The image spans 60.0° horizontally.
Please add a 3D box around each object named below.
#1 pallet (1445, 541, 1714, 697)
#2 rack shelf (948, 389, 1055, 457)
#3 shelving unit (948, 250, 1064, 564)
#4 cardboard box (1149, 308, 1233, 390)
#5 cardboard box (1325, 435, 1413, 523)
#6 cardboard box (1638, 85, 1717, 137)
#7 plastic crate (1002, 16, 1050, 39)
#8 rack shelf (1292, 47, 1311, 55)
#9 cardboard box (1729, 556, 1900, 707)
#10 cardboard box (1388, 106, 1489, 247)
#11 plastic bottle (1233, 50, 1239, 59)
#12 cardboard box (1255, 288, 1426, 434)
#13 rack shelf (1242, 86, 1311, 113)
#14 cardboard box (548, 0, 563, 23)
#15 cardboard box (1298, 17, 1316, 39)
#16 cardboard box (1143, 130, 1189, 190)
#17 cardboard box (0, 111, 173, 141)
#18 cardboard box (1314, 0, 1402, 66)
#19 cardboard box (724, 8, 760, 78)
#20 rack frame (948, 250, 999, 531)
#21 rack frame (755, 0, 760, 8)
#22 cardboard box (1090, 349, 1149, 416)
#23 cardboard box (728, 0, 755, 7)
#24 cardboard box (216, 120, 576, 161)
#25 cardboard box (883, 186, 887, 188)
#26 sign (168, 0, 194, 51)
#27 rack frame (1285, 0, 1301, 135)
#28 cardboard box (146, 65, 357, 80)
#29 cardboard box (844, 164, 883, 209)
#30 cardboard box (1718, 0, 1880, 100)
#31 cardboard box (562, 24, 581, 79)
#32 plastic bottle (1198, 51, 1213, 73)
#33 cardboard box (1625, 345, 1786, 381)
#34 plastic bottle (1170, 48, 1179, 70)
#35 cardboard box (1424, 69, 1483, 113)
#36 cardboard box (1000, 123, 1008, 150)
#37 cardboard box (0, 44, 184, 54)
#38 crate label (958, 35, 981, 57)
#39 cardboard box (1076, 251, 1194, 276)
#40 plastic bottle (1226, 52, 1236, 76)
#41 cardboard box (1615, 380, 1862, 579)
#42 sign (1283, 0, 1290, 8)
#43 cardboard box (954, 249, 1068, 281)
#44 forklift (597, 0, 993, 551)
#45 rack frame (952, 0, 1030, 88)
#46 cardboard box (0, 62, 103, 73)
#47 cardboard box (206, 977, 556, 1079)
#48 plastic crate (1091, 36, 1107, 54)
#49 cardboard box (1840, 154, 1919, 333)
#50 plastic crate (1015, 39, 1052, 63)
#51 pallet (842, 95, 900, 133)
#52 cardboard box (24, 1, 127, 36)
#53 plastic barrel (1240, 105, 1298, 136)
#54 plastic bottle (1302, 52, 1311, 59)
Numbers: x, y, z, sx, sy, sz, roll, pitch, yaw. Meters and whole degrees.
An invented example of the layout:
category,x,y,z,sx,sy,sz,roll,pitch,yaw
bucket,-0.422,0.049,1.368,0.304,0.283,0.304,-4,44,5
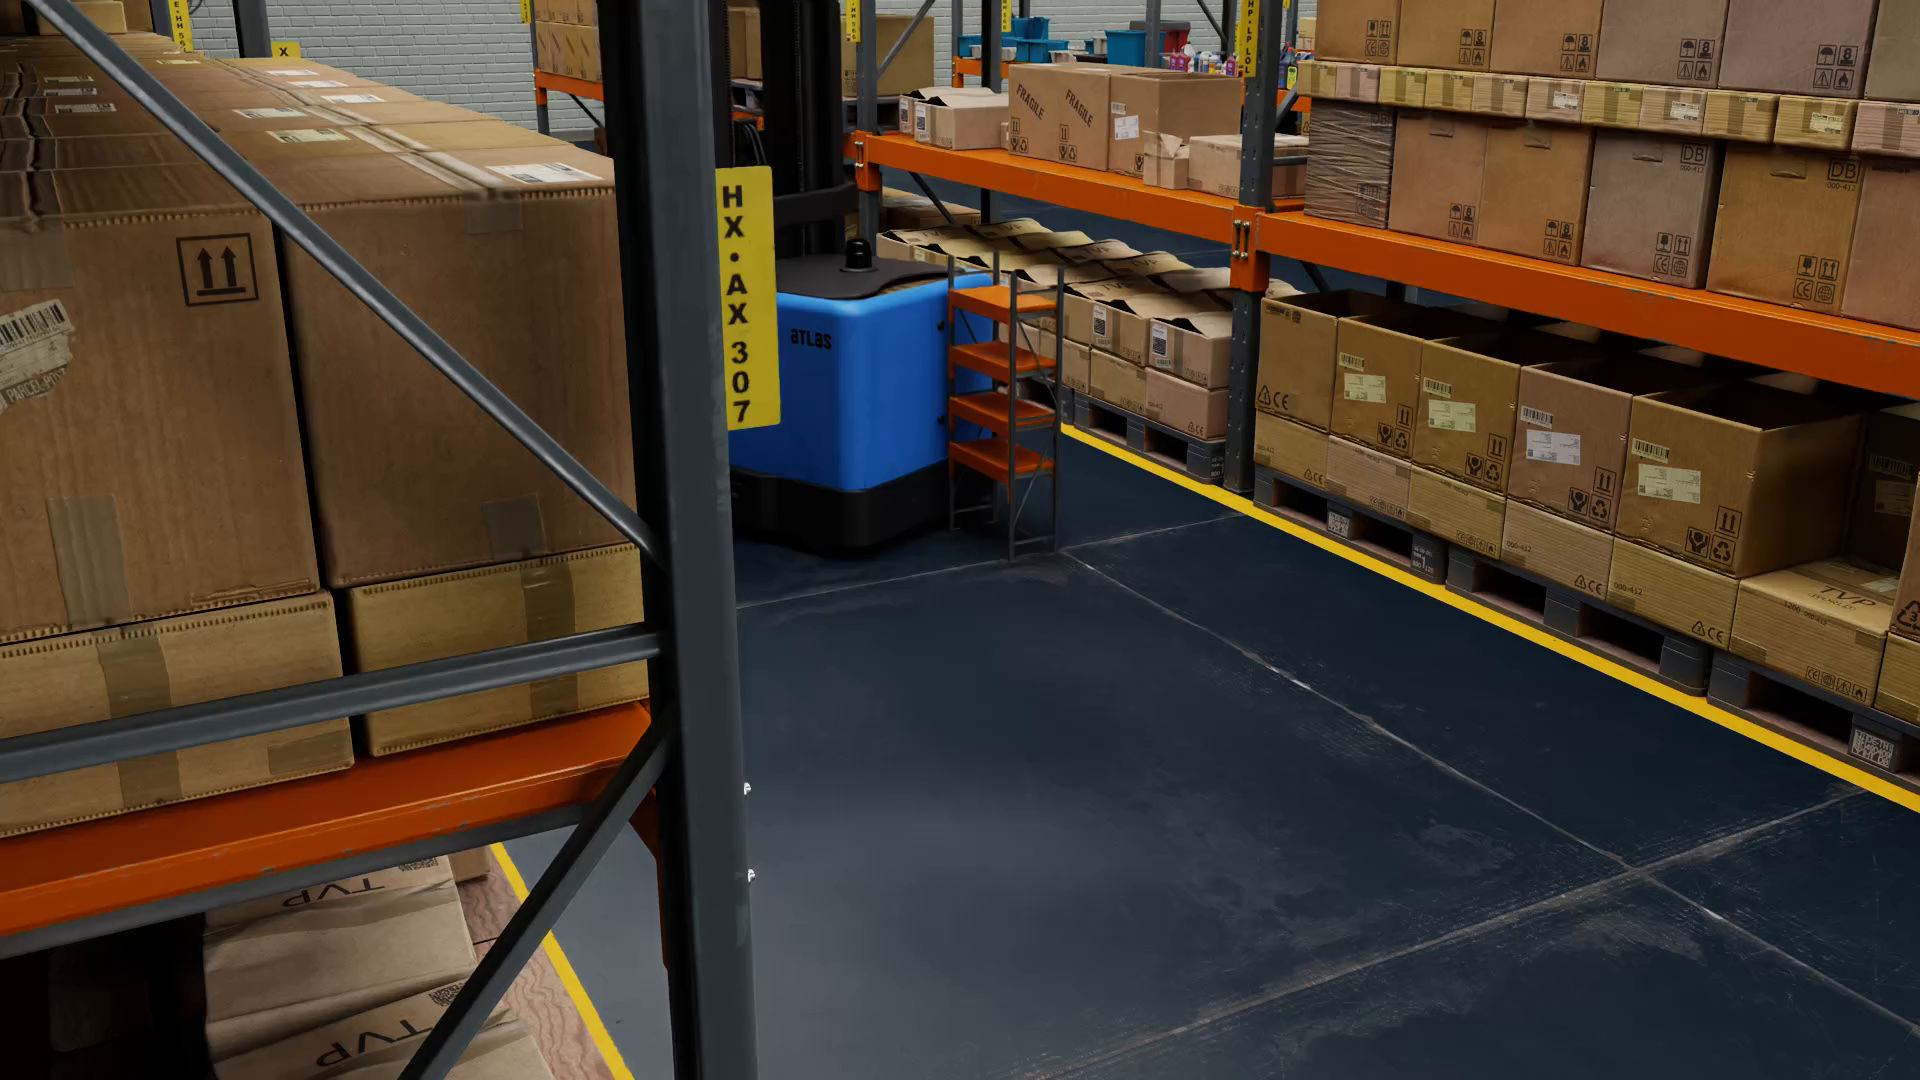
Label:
category,x,y,z,sx,sy,sz,roll,pitch,yaw
pallet,2.630,0.184,6.274,1.003,0.211,1.213,-10,21,-27
rack shelf,0.180,-0.494,6.929,0.258,0.148,0.480,-11,22,-29
shelving unit,0.180,-0.557,6.907,0.258,1.200,0.503,-11,22,-29
cardboard box,1.261,-0.955,8.013,0.500,0.311,0.500,-10,21,-27
cardboard box,1.892,-0.294,6.956,0.500,0.250,0.500,-10,21,-27
cardboard box,2.517,-1.450,5.588,0.380,0.149,0.250,-10,22,-27
plastic crate,0.692,-5.908,19.509,0.616,0.435,0.499,-10,21,-27
rack shelf,5.677,-5.783,20.396,1.077,0.370,4.000,-10,21,-27
cardboard box,2.842,0.280,5.292,0.500,0.250,0.500,-10,21,-27
cardboard box,2.178,-1.490,6.698,0.700,0.500,0.500,-10,22,-27
plastic bottle,2.739,-4.661,16.229,0.152,0.276,0.135,-10,21,-27
cardboard box,1.650,-0.791,7.247,0.500,0.500,0.500,-10,21,-27
rack shelf,3.217,-3.868,14.845,1.077,0.370,4.000,-10,21,-27
cardboard box,-3.759,-5.367,16.401,0.500,0.500,0.500,-10,21,-26
cardboard box,4.717,-6.588,21.398,0.500,0.250,0.500,-11,22,-28
cardboard box,1.126,-1.880,8.187,0.396,0.266,0.258,-11,22,-28
cardboard box,-1.643,-0.492,3.009,0.500,0.500,0.500,-11,22,-28
cardboard box,1.922,-2.254,6.922,0.700,0.500,0.500,-10,21,-26
cardboard box,-1.683,-3.904,13.048,0.700,0.500,0.500,-6,20,-18
rack frame,0.057,-0.626,7.106,0.240,1.200,0.015,-11,22,-29
rack frame,-2.093,-4.016,14.171,1.000,3.000,0.127,-10,21,-27
cardboard box,1.015,-0.838,8.533,0.500,0.250,0.500,-10,22,-27
cardboard box,-2.069,-4.715,14.510,0.500,0.500,0.500,-9,21,-25
cardboard box,-0.941,-0.423,2.808,0.500,0.500,0.500,-10,21,-27
cardboard box,-0.898,-2.512,12.971,0.500,0.500,0.500,-11,22,-28
sign,-4.079,-2.696,8.692,0.100,0.325,0.005,-10,21,-27
rack frame,4.727,-6.698,21.943,1.000,3.000,0.127,-10,21,-27
cardboard box,-1.914,-1.014,4.521,0.500,0.500,0.500,-10,21,-27
cardboard box,-0.875,-2.496,11.775,0.500,0.250,0.500,-9,21,-25
cardboard box,2.875,-1.678,5.253,0.700,0.500,0.500,-10,21,-26
cardboard box,-3.529,-4.752,16.150,0.500,0.500,0.500,-10,21,-27
plastic bottle,2.326,-4.427,15.552,0.152,0.276,0.135,-10,21,-27
cardboard box,2.836,-0.444,6.241,0.500,0.500,0.500,-10,21,-27
plastic bottle,2.066,-4.556,15.914,0.061,0.283,0.133,-10,21,-27
cardboard box,2.032,-1.745,6.443,0.380,0.149,0.250,-10,22,-27
cardboard box,0.461,-2.392,9.849,0.380,0.149,0.250,-8,21,-23
cardboard box,-3.463,-1.703,6.642,0.700,0.500,0.500,-7,20,-19
crate label,0.196,-5.758,19.384,0.416,0.233,0.303,-10,21,-27
cardboard box,0.997,-1.482,9.539,0.500,0.311,0.500,-9,21,-25
plastic bottle,2.488,-4.301,15.175,0.061,0.283,0.133,-10,21,-27
cardboard box,2.601,-0.217,5.584,0.500,0.500,0.500,-10,21,-27
sign,4.236,-7.060,21.545,0.100,0.325,0.005,-10,21,-27
cardboard box,0.293,-1.540,9.706,0.500,0.311,0.500,-11,22,-28
forklift,-1.333,-1.701,7.569,3.031,2.935,1.130,13,23,34
rack frame,0.368,-5.930,19.720,1.000,3.000,0.127,-10,21,-27
cardboard box,-2.613,-1.077,4.703,0.500,0.500,0.500,-11,22,-28
cardboard box,-1.002,1.048,2.944,0.500,0.311,0.500,-13,23,-33
plastic crate,1.705,-5.221,17.754,0.437,0.282,0.530,-10,21,-27
cardboard box,3.141,-0.905,5.001,0.700,0.500,0.500,-9,21,-25
plastic crate,0.821,-5.380,18.288,0.416,0.233,0.300,-10,21,-27
pallet,-0.578,-2.961,11.407,1.213,0.211,1.003,-10,21,-27
cardboard box,-4.196,-2.477,7.889,0.380,0.149,0.250,-14,24,-36
plastic barrel,2.847,-3.627,15.616,0.600,0.901,0.708,-10,21,-27
plastic bottle,3.216,-4.372,15.394,0.152,0.276,0.135,-10,21,-27
